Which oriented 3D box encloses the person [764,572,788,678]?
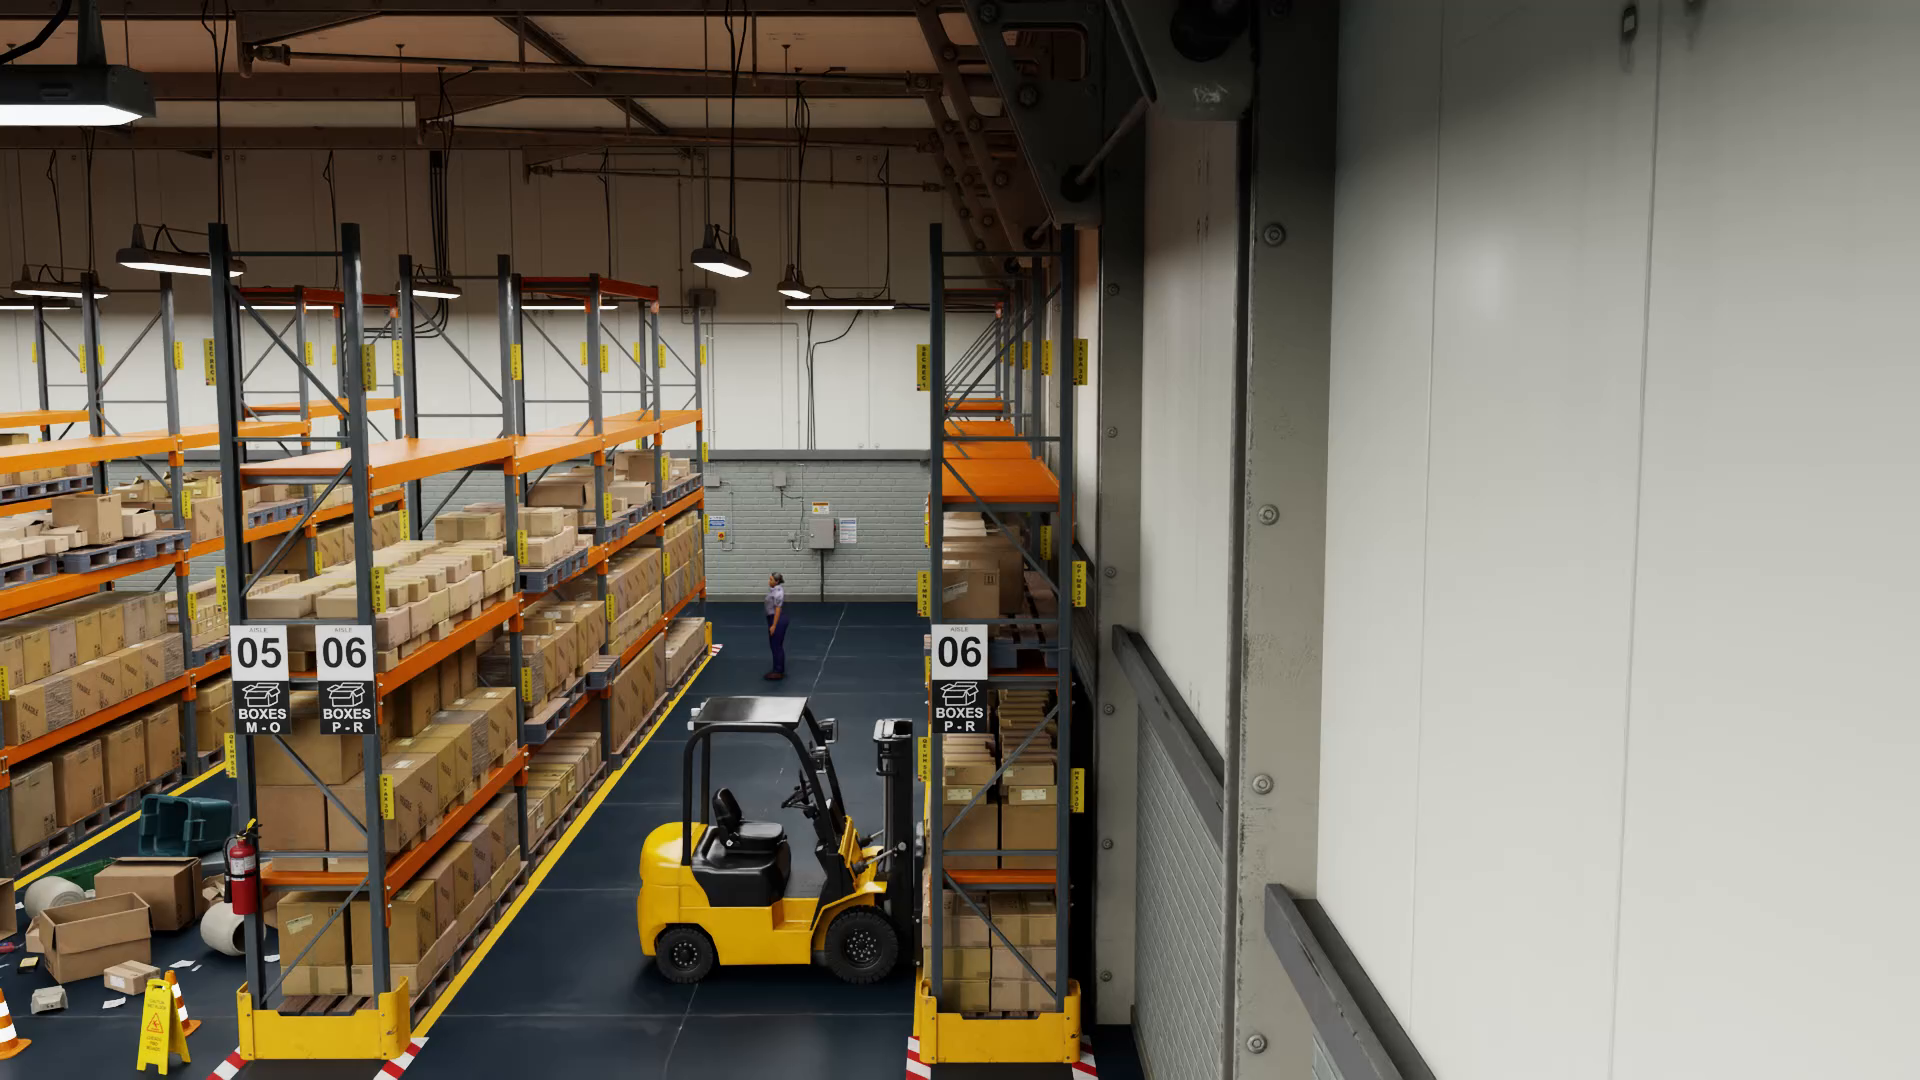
[{"bbox_3d":[-2.892,1.327,26.020,0.386,1.679,0.565,-1,7,-8],"label":"person"}]
